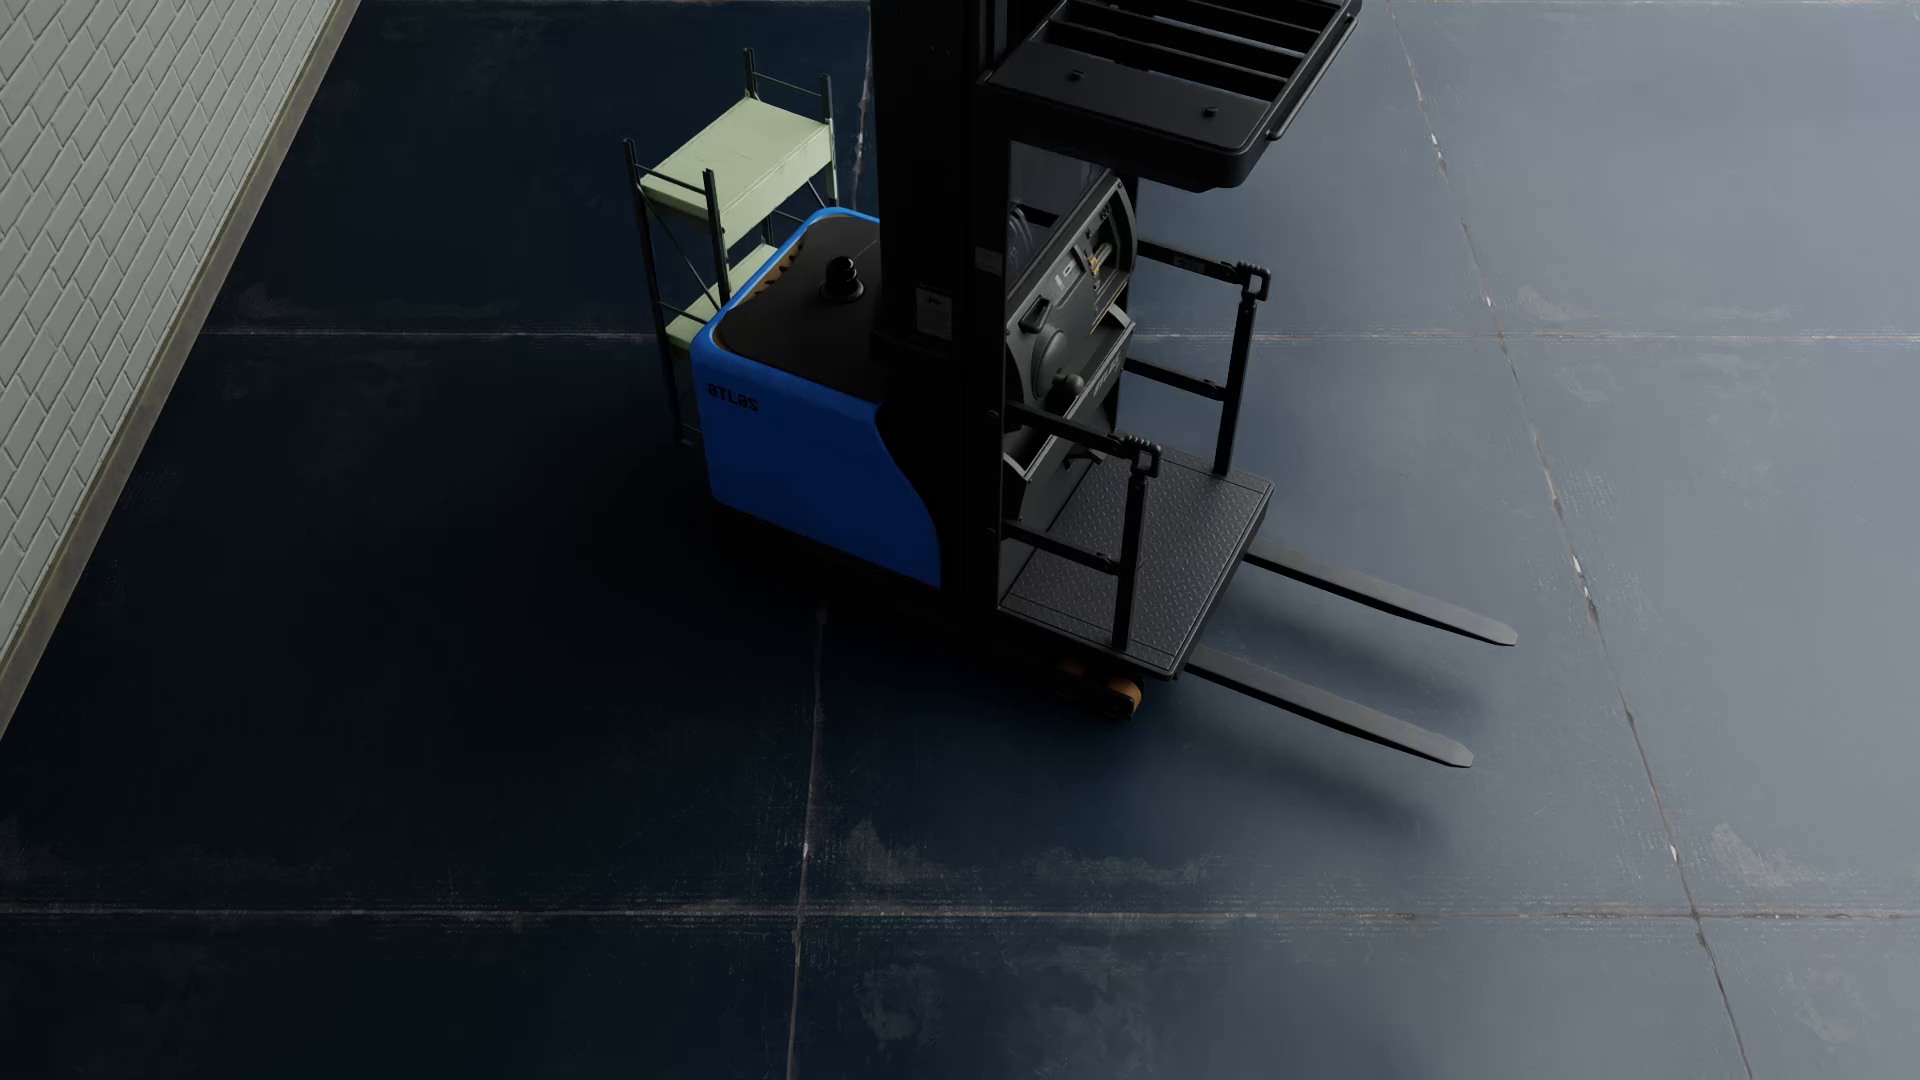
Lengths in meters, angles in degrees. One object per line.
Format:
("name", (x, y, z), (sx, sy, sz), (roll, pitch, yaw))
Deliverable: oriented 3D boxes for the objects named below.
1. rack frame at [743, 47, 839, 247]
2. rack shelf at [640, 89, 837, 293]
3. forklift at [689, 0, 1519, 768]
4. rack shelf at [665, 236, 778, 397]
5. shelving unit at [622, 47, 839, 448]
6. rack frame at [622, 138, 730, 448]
("rack frame", (-0.668, -1.329, 6.961), (0.400, 1.500, 0.023), (24, 52, 21))
("rack shelf", (-0.861, -1.367, 6.463), (0.431, 0.370, 0.720), (24, 52, 21))
("forklift", (0.560, -0.788, 5.481), (3.031, 2.935, 1.130), (21, 50, 18))
("rack shelf", (-0.858, -0.878, 6.986), (0.431, 0.370, 0.720), (24, 52, 21))
("shelving unit", (-0.860, -1.100, 6.748), (0.431, 1.500, 0.755), (24, 52, 21))
("rack frame", (-1.051, -0.872, 6.536), (0.400, 1.500, 0.023), (24, 52, 21))
